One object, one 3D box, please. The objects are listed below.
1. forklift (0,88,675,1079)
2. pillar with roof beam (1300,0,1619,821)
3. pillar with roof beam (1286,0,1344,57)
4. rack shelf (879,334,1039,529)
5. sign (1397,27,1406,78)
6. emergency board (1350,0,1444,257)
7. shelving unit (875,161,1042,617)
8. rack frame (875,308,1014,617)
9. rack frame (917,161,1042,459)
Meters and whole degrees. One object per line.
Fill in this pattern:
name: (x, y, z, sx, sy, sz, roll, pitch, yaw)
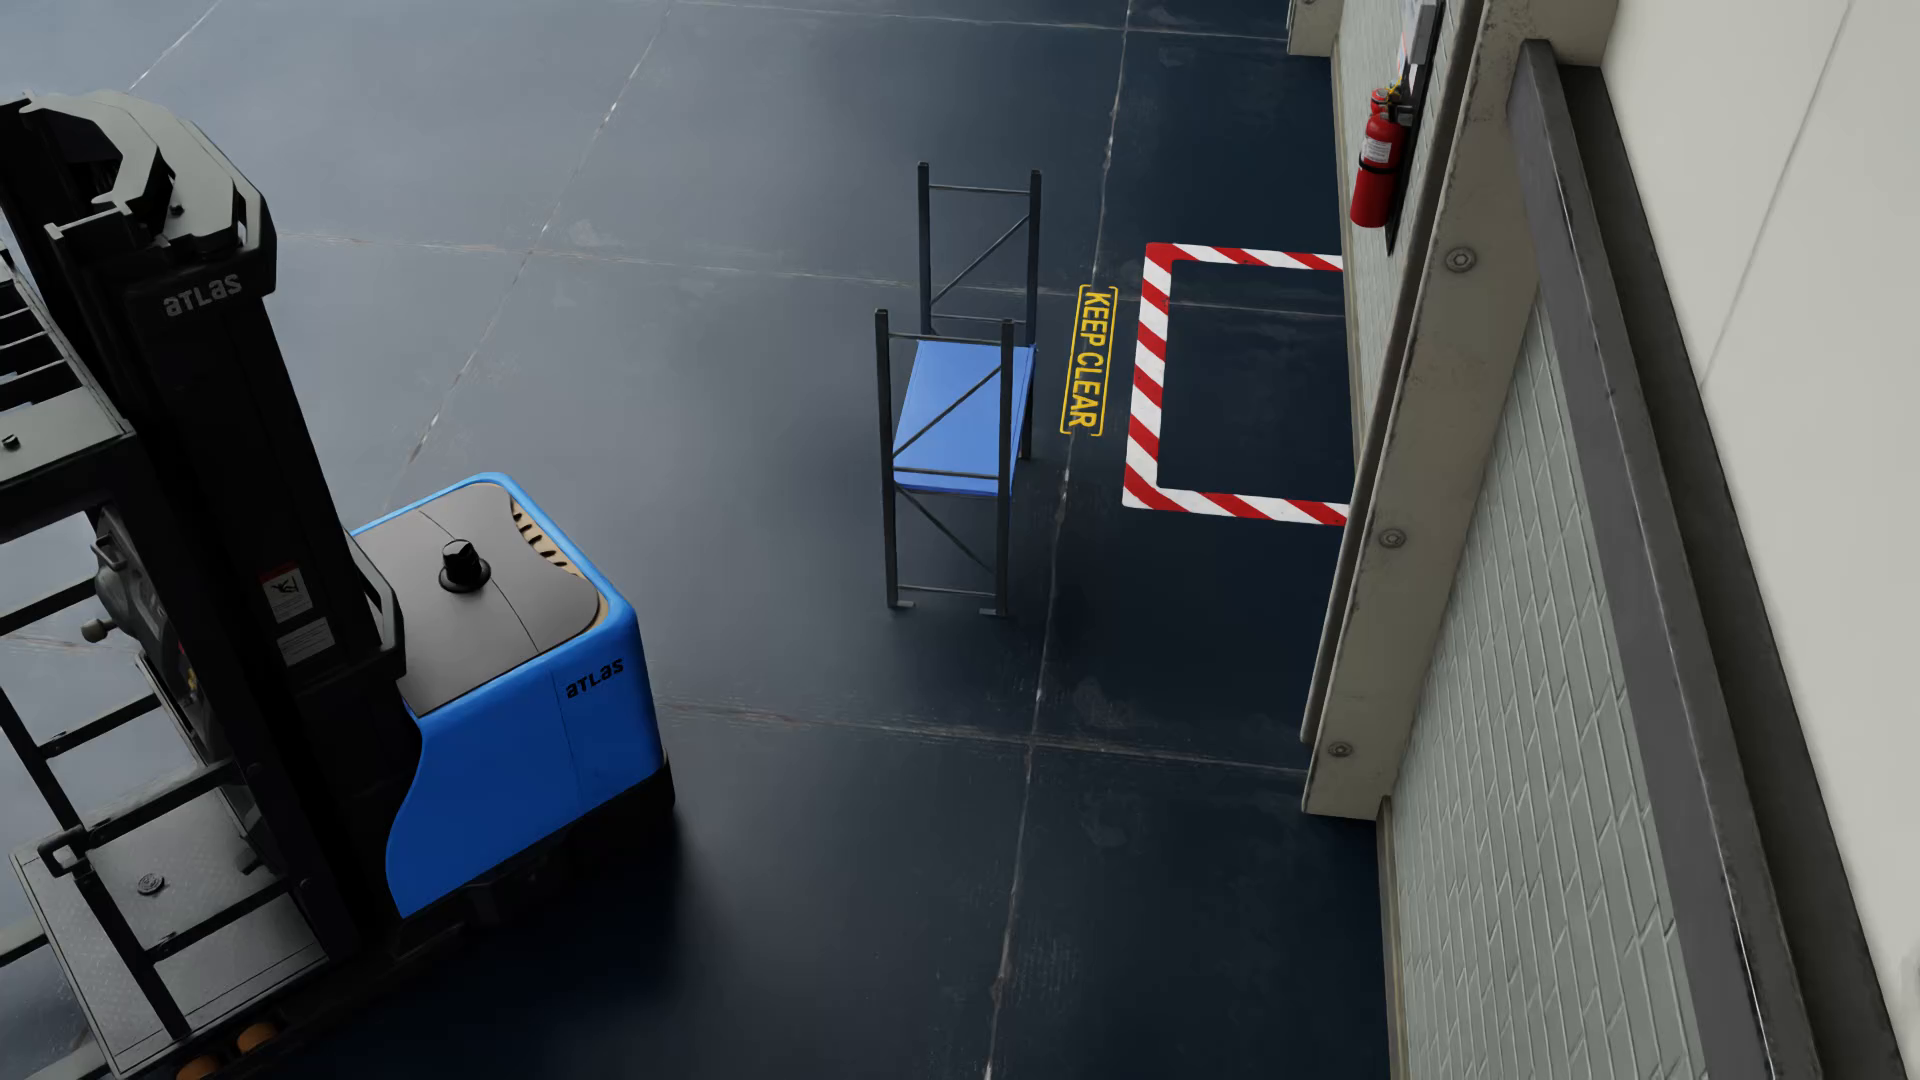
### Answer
forklift: (-2.516, 0.339, 4.782, 3.031, 2.935, 1.130, -29, 51, -27)
pillar with roof beam: (-2.813, -2.764, 3.647, 9.100, 9.000, 0.400, 5, 44, 6)
pillar with roof beam: (-2.020, -6.853, 7.965, 9.100, 9.000, 0.400, 5, 44, 6)
rack shelf: (0.011, -0.472, 6.942, 0.538, 0.185, 1.000, 5, 44, 6)
sign: (1.994, -2.256, 7.447, 0.001, 0.329, 0.234, 5, 44, 6)
emergency board: (1.818, -1.875, 7.071, 0.194, 1.169, 0.643, 5, 44, 6)
shelving unit: (0.011, -0.603, 6.818, 0.538, 1.500, 1.048, 5, 44, 6)
rack frame: (-0.056, -0.256, 6.452, 0.500, 1.500, 0.032, 5, 44, 6)
rack frame: (0.078, -0.949, 7.184, 0.500, 1.500, 0.032, 5, 44, 6)
